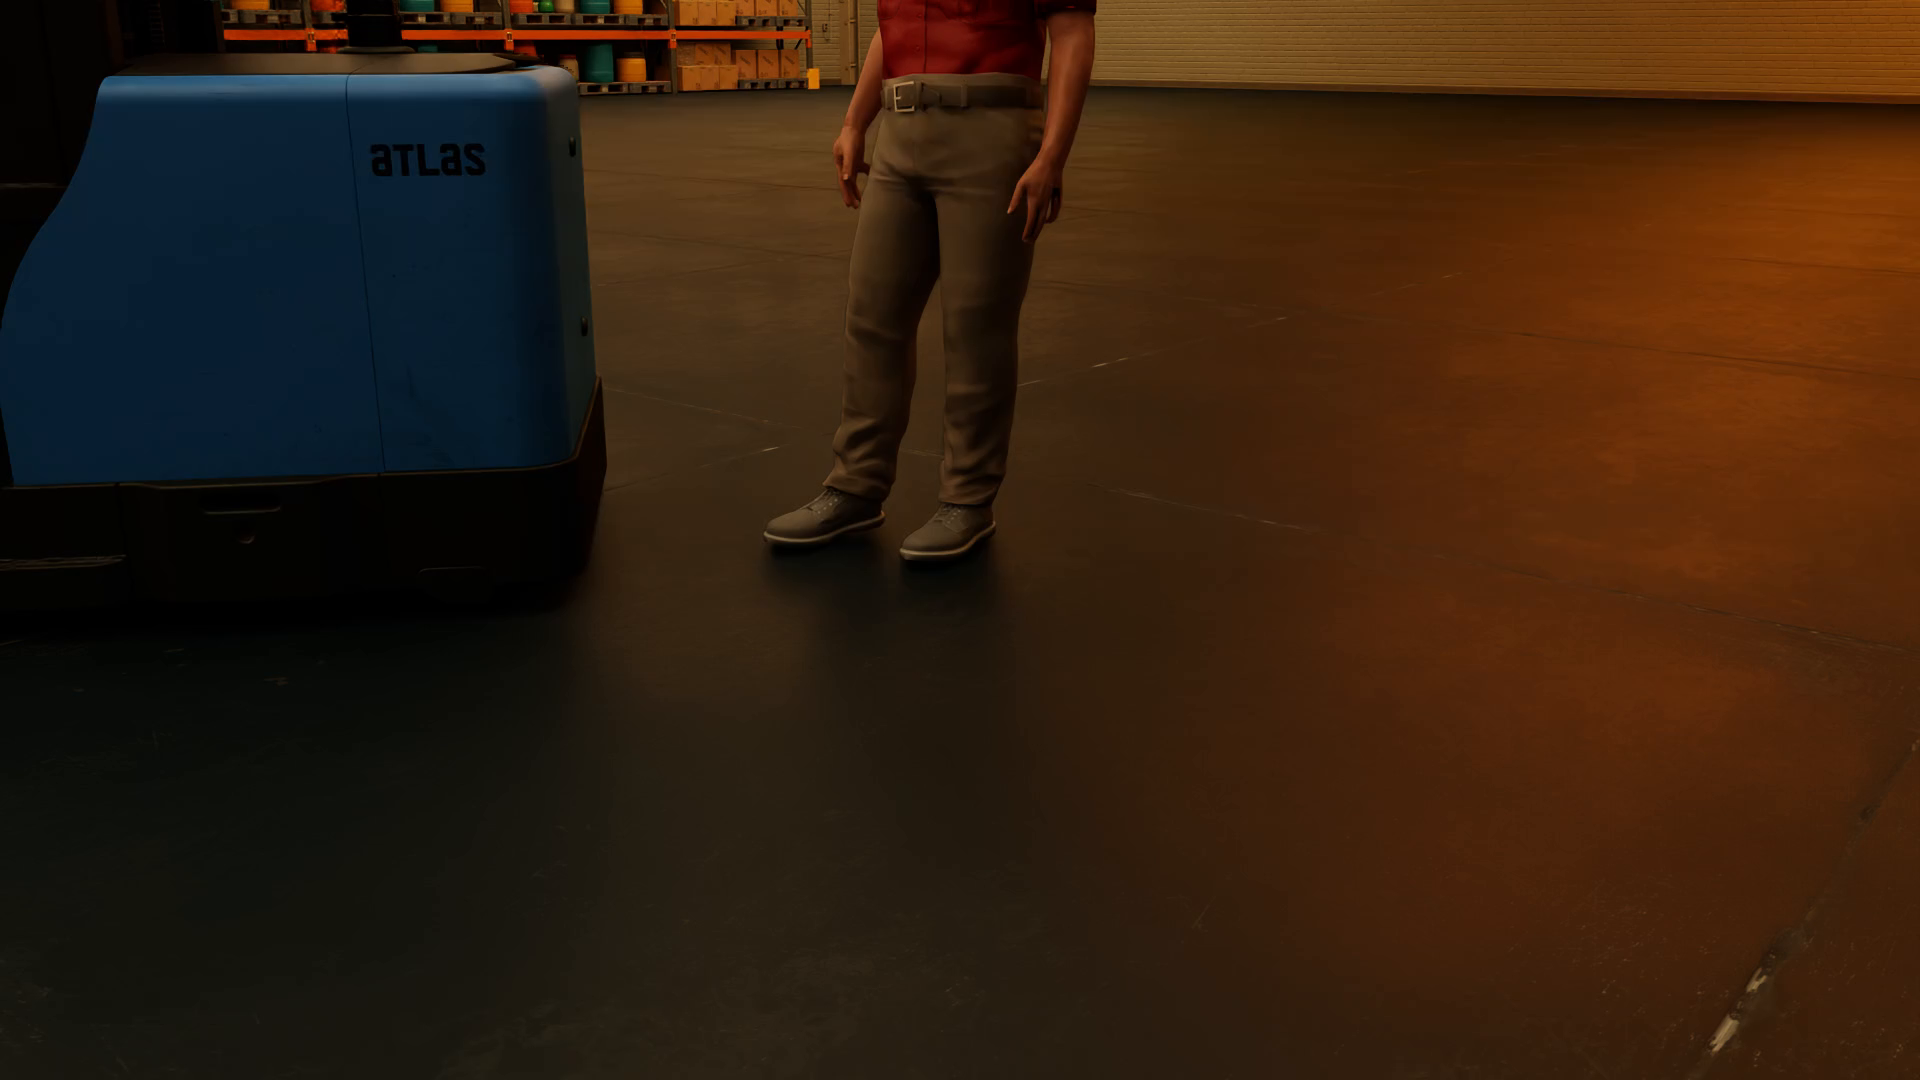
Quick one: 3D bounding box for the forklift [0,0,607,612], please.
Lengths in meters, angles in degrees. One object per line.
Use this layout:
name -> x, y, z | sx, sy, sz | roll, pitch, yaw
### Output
forklift -> -2.352, -1.336, 3.297 | 3.031, 2.935, 1.130 | -2, 17, -8

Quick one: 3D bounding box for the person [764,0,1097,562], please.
person -> -0.066, -0.817, 3.629 | 0.641, 1.728, 0.550 | 13, 21, 37
